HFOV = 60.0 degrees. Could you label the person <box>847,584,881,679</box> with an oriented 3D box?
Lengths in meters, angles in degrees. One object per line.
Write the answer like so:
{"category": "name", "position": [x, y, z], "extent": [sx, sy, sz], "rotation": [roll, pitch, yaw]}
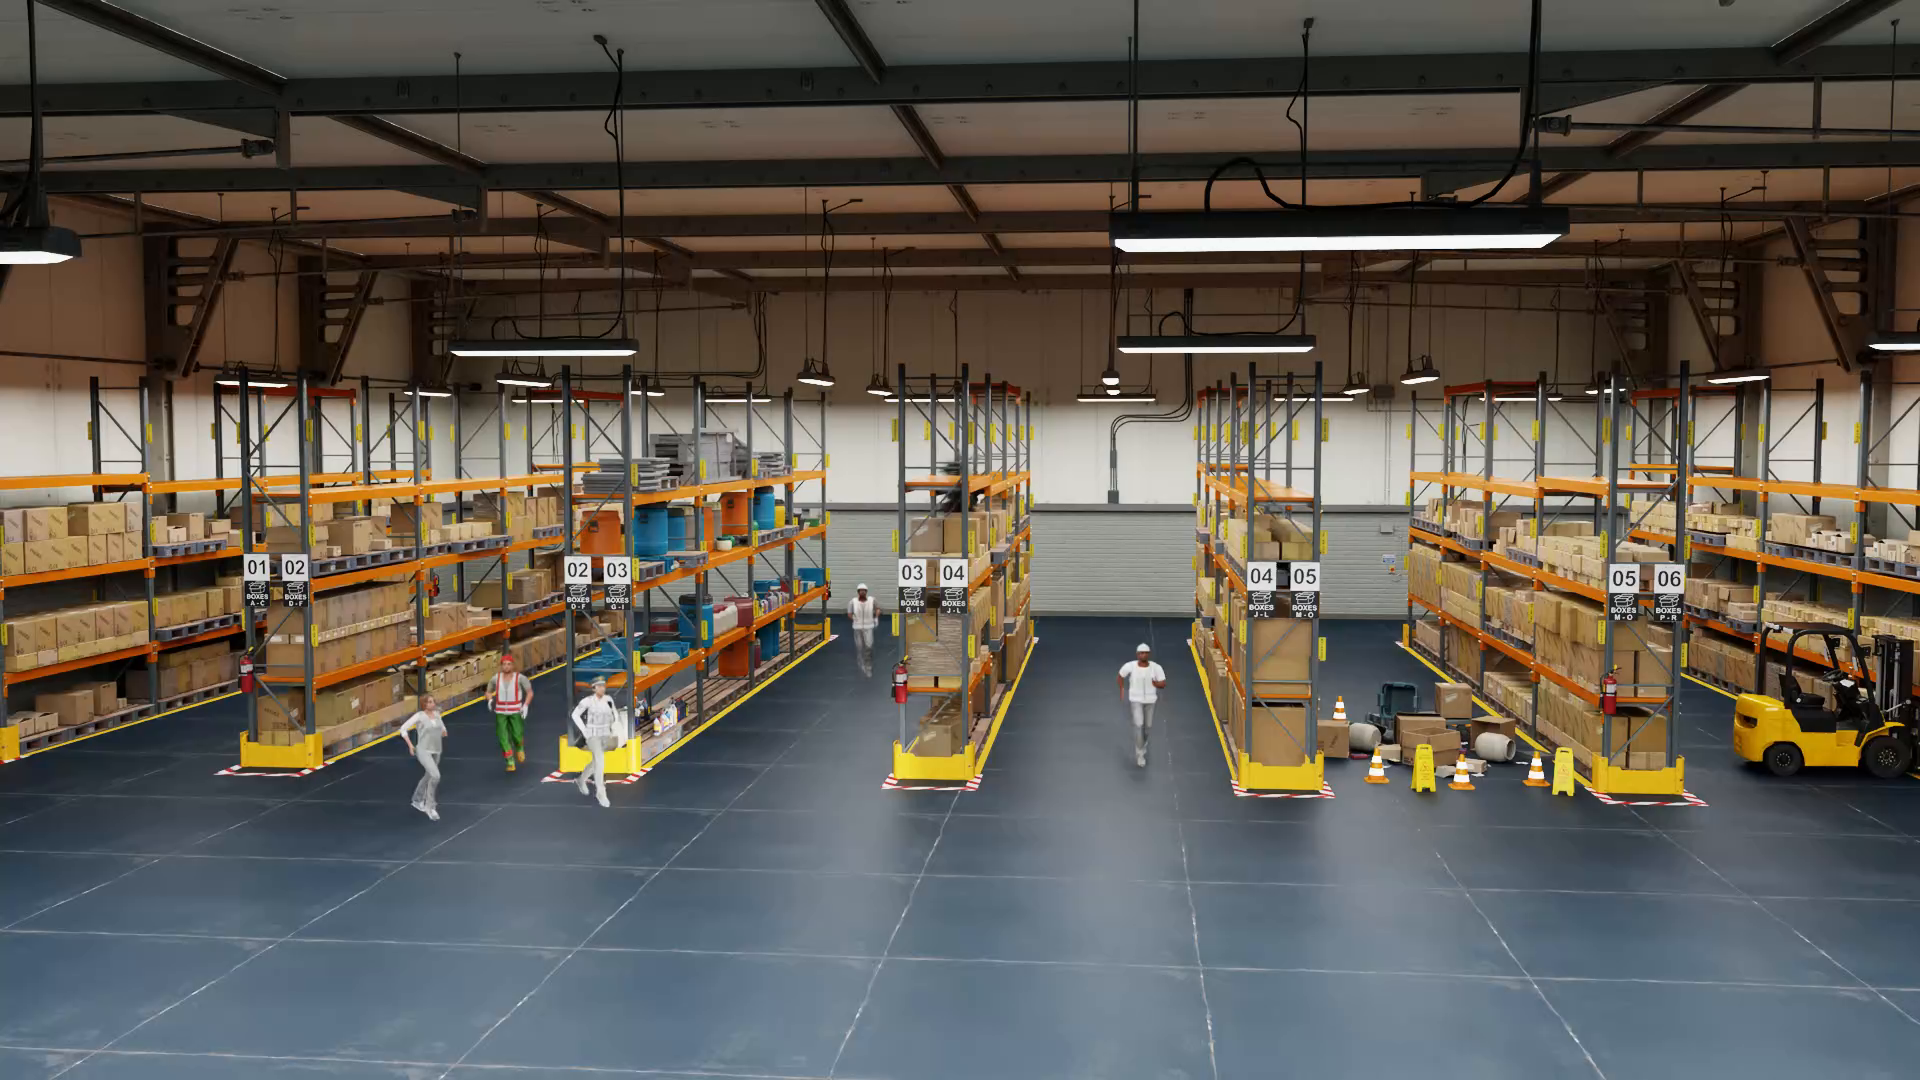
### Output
{"category": "person", "position": [-1.881, 1.781, 32.447], "extent": [0.653, 1.864, 0.707], "rotation": [0, 4, -1]}

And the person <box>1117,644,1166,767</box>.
{"category": "person", "position": [2.784, 2.476, 25.331], "extent": [0.682, 1.803, 0.879], "rotation": [0, 4, -7]}

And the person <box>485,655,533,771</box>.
{"category": "person", "position": [-6.685, 2.566, 24.600], "extent": [0.691, 1.744, 0.577], "rotation": [0, 4, -4]}

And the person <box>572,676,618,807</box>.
{"category": "person", "position": [-4.938, 2.697, 22.640], "extent": [0.821, 1.740, 0.630], "rotation": [3, 5, 42]}

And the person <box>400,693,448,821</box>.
{"category": "person", "position": [-6.917, 2.821, 21.627], "extent": [0.706, 1.625, 0.505], "rotation": [2, 4, 28]}
